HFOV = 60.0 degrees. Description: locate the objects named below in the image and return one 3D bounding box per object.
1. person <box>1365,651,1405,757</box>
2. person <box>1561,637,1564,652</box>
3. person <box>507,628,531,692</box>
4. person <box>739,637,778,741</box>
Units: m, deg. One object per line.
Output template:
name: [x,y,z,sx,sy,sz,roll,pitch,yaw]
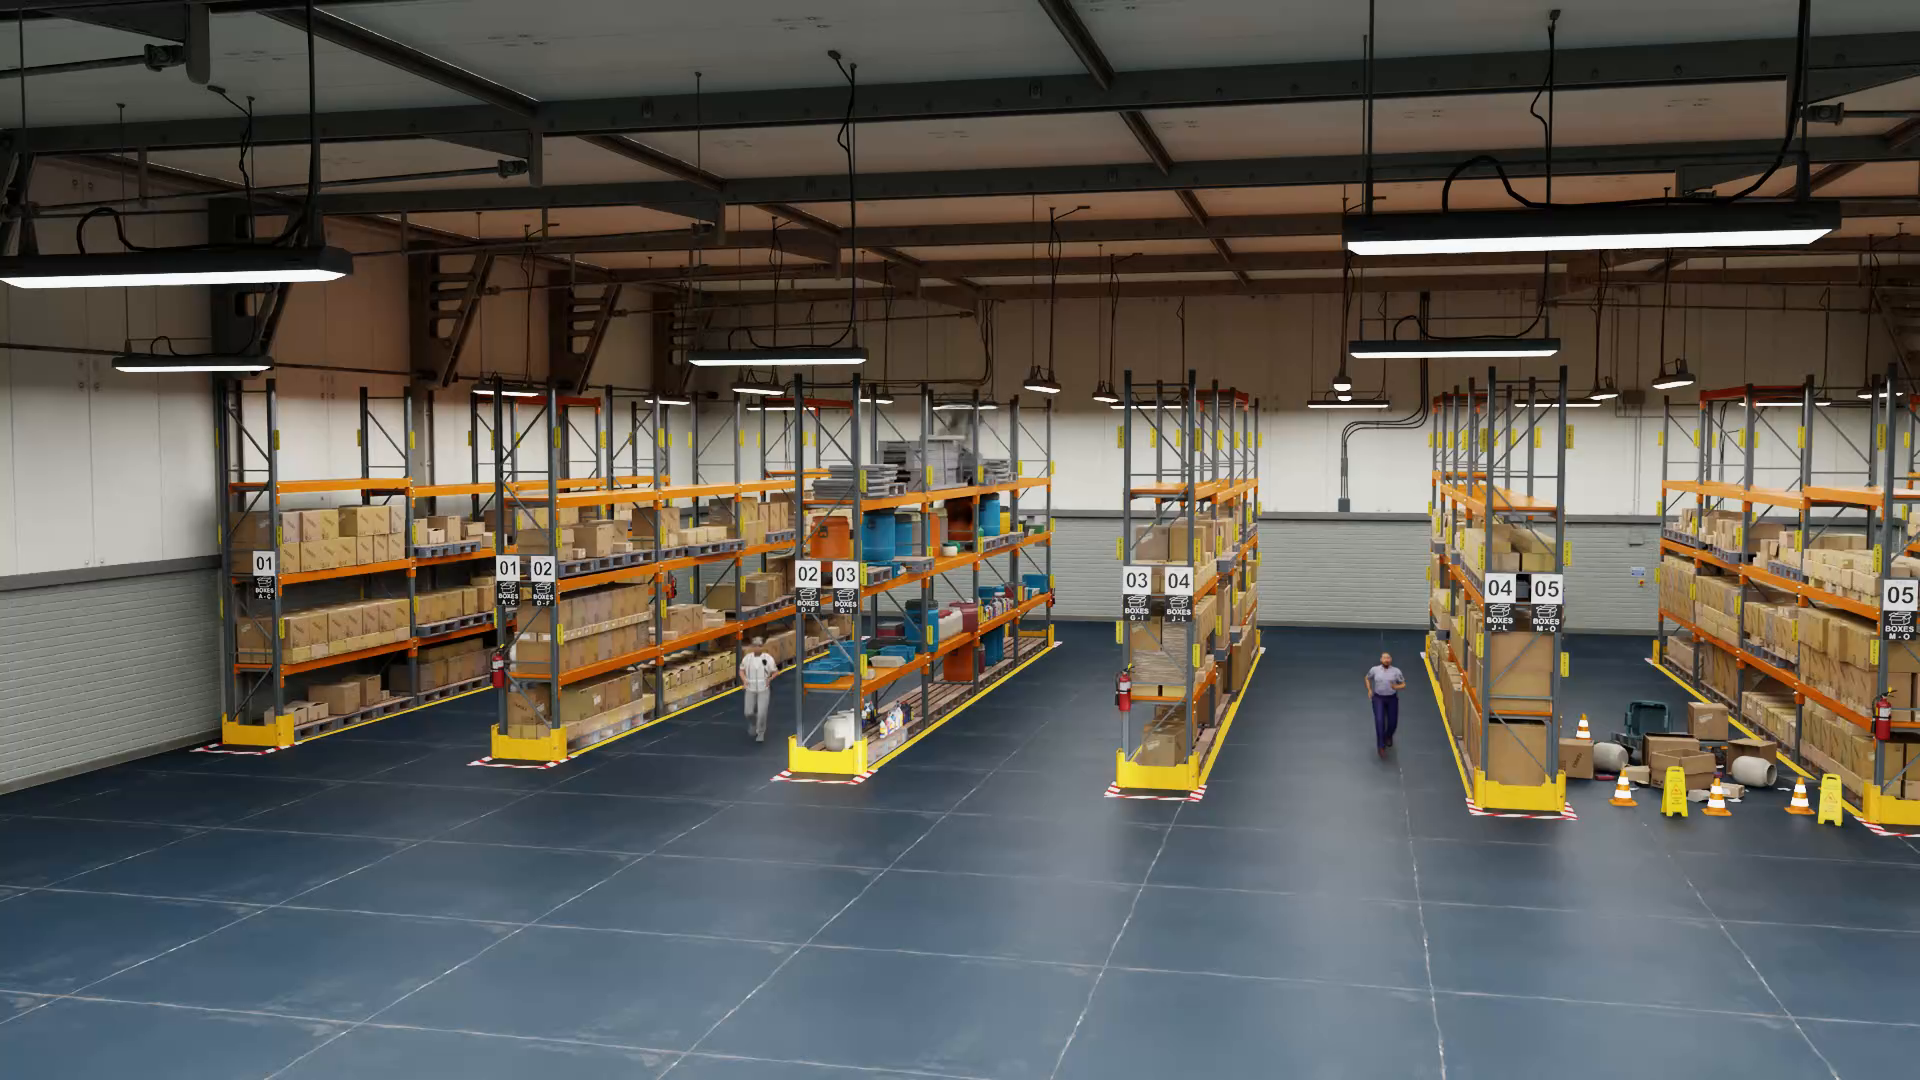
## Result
person: [6.770,2.580,26.469,0.611,1.626,0.934,1,3,8]
person: [13.840,1.868,38.984,0.606,1.616,0.607,1,4,19]
person: [-7.780,2.402,29.396,0.542,1.726,0.702,0,3,-3]
person: [-3.363,2.471,27.665,0.658,1.733,0.618,0,3,0]
